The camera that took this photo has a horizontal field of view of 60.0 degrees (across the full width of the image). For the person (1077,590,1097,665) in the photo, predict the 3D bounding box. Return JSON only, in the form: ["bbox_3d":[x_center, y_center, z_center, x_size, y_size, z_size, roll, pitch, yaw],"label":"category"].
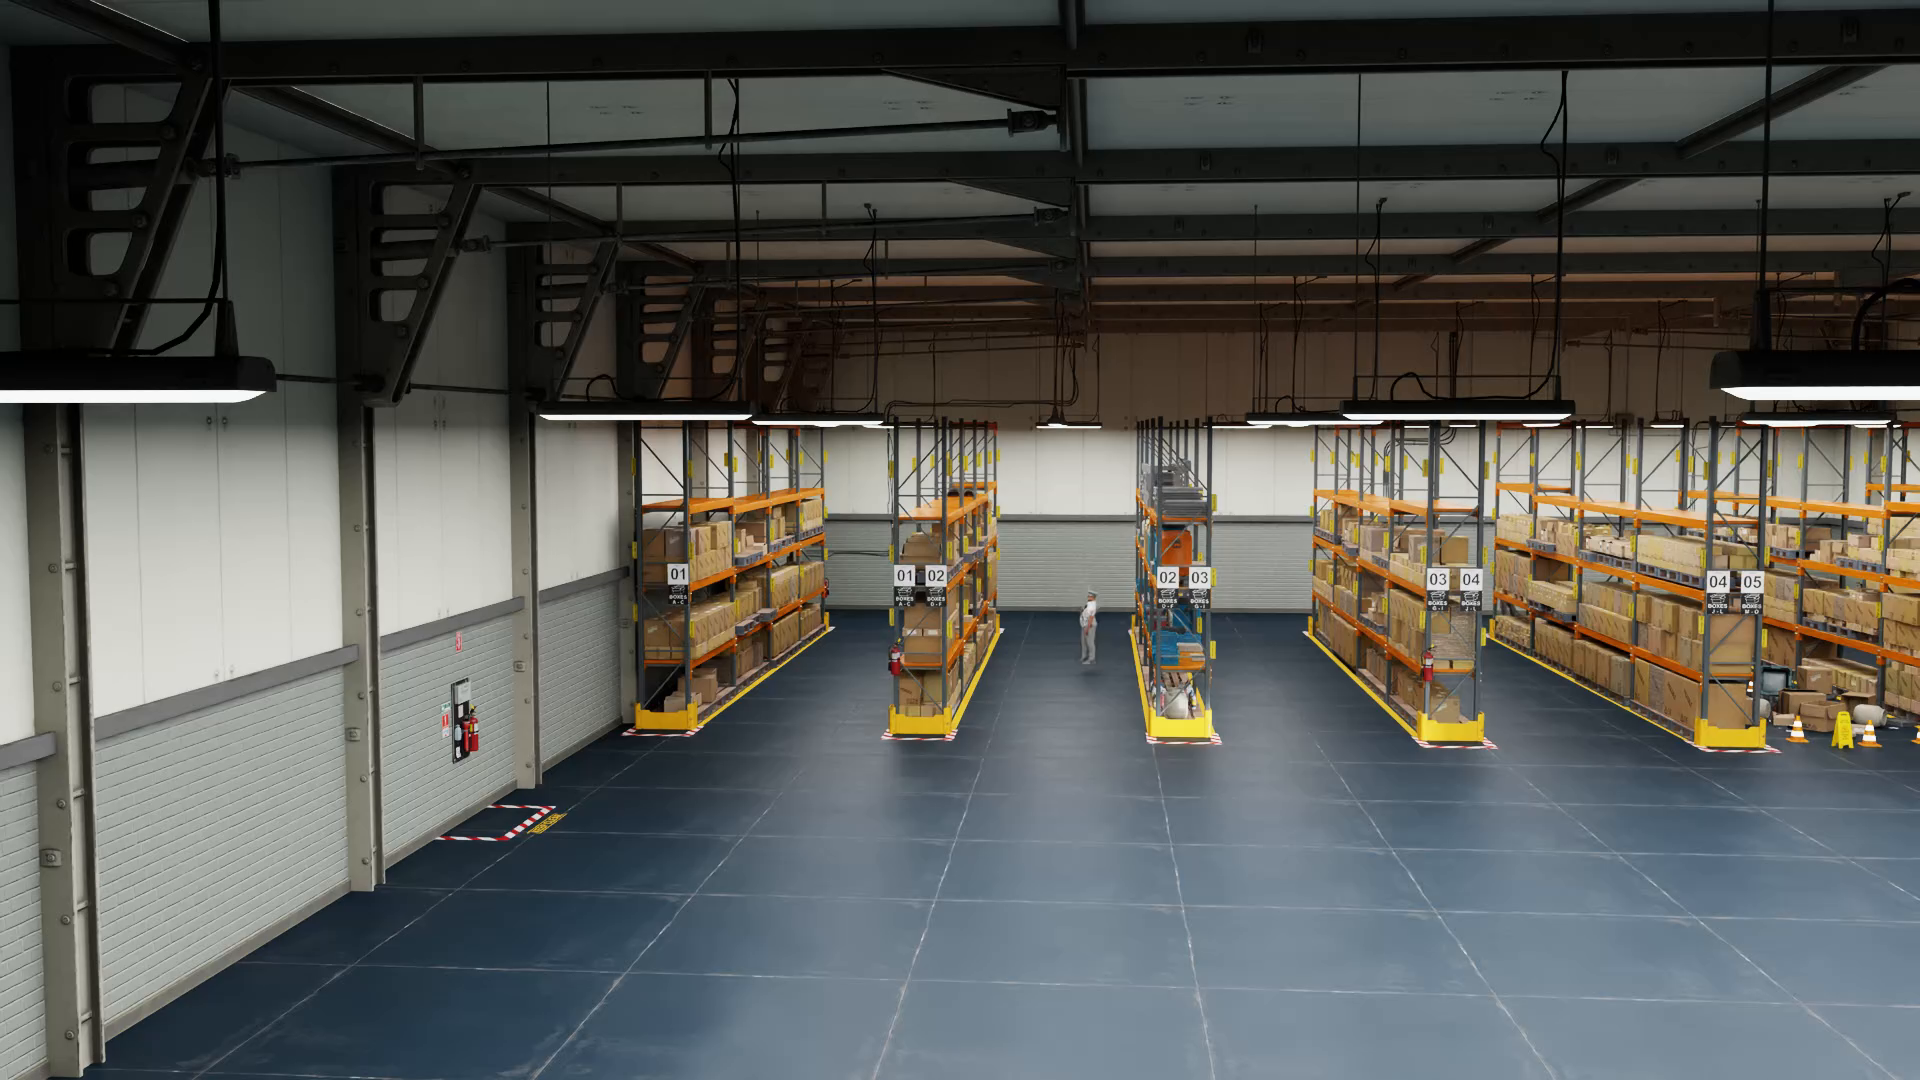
[{"bbox_3d":[3.073,2.082,39.927,0.470,1.759,0.601,-1,4,-14],"label":"person"}]

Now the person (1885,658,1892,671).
[{"bbox_3d":[21.547,2.365,38.642,0.524,1.697,0.428,-3,5,-40],"label":"person"}]

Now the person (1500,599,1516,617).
[{"bbox_3d":[15.840,1.772,47.961,0.560,1.667,0.350,0,4,4],"label":"person"}]
